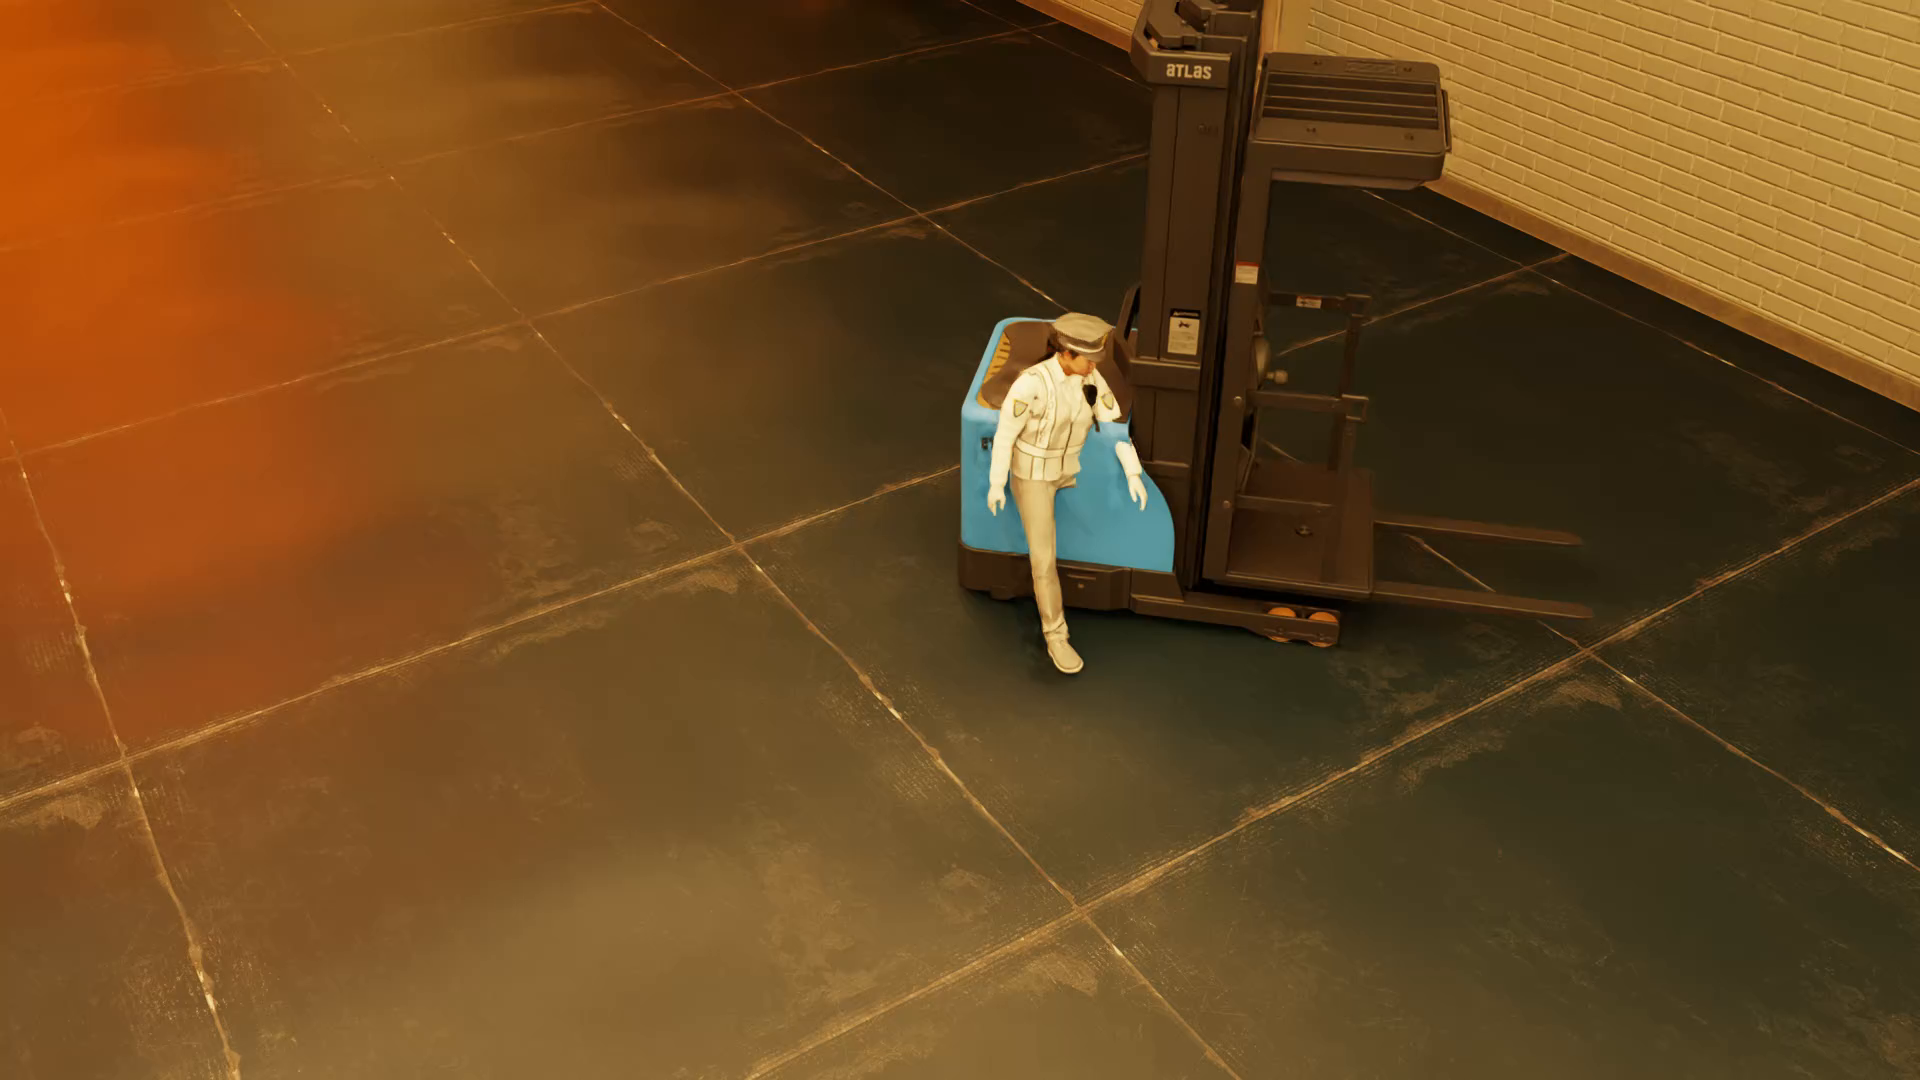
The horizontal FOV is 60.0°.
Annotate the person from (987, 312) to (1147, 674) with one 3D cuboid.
[{"bbox_3d":[0.513,-0.255,7.665,0.729,1.575,0.841,-21,40,-27],"label":"person"}]

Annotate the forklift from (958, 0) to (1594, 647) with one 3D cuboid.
[{"bbox_3d":[1.561,-1.021,7.601,3.031,2.935,1.130,7,36,10],"label":"forklift"}]
